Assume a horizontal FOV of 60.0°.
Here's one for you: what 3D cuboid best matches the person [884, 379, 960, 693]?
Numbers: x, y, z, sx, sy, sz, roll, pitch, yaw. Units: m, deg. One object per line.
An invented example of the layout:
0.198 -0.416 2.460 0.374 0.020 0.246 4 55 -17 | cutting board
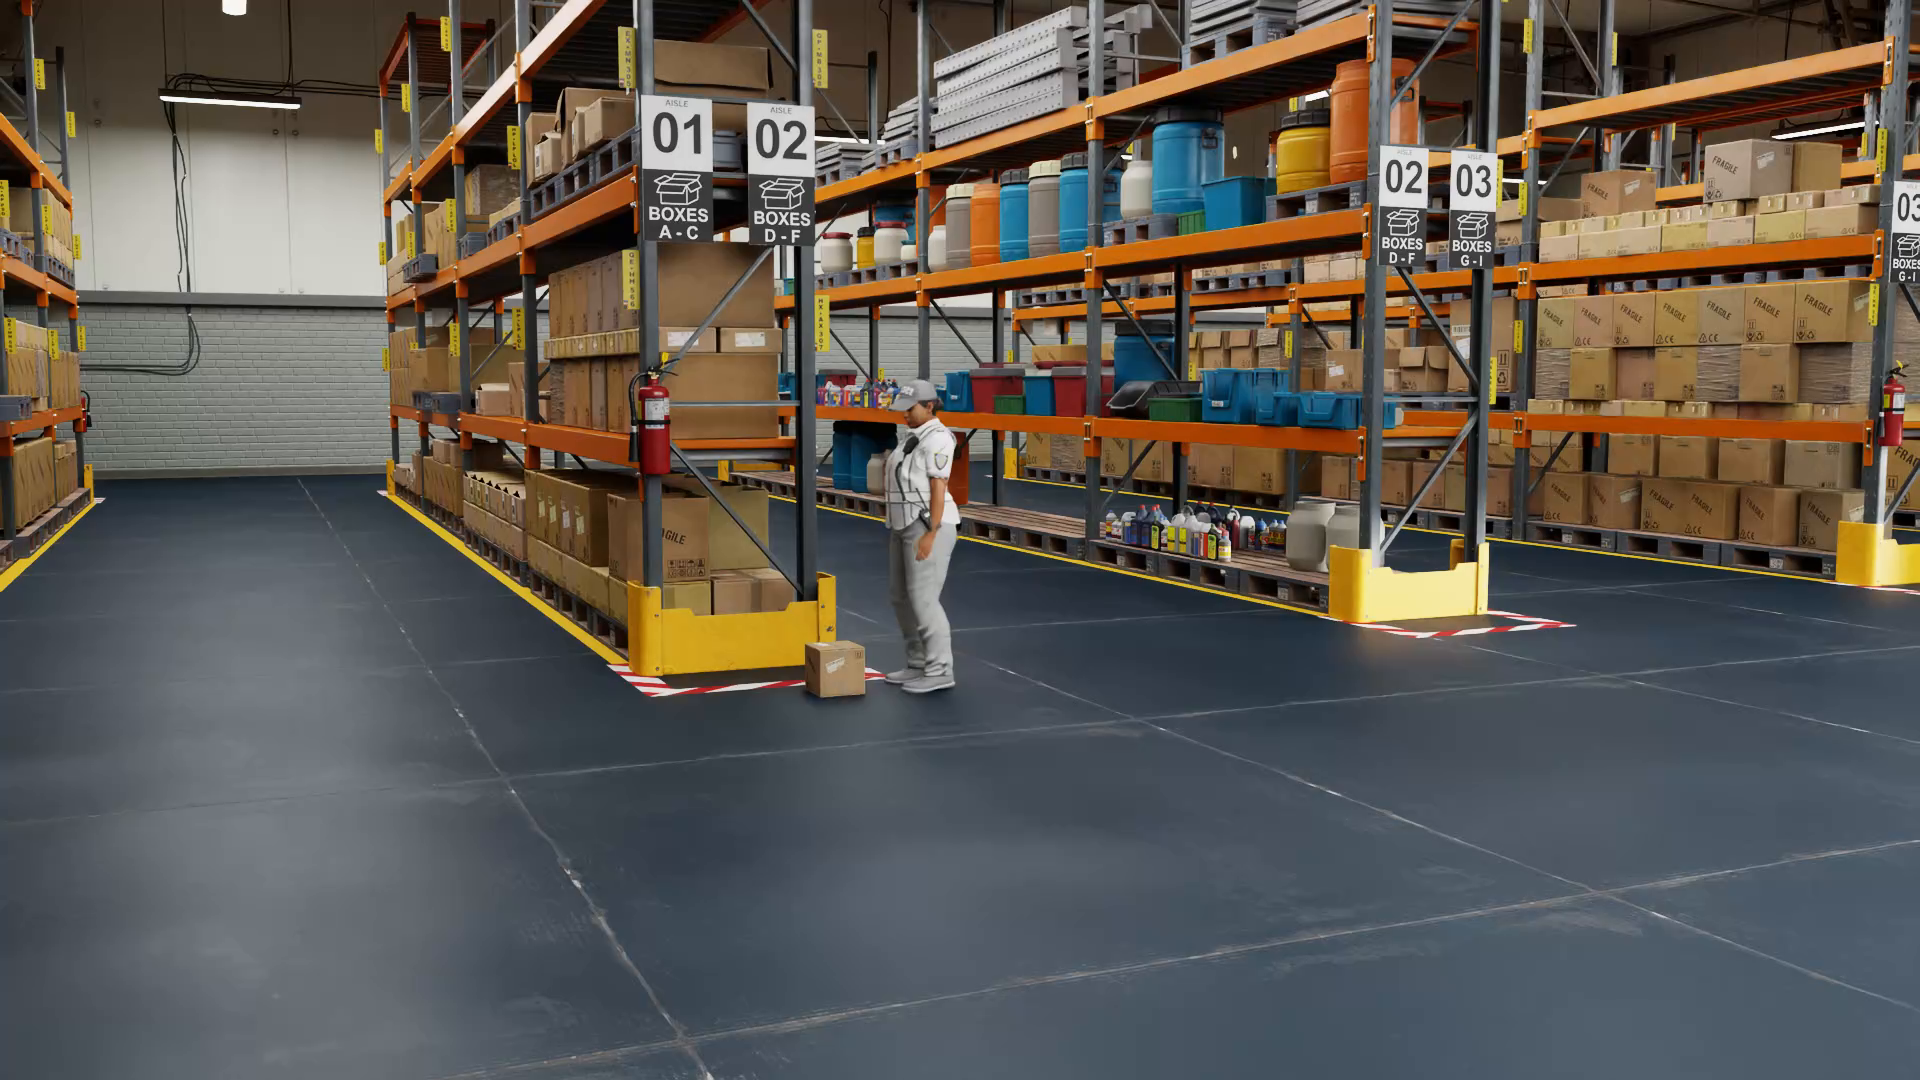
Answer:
-0.204 -0.029 8.884 0.382 1.657 0.473 -2 6 -23 | person
